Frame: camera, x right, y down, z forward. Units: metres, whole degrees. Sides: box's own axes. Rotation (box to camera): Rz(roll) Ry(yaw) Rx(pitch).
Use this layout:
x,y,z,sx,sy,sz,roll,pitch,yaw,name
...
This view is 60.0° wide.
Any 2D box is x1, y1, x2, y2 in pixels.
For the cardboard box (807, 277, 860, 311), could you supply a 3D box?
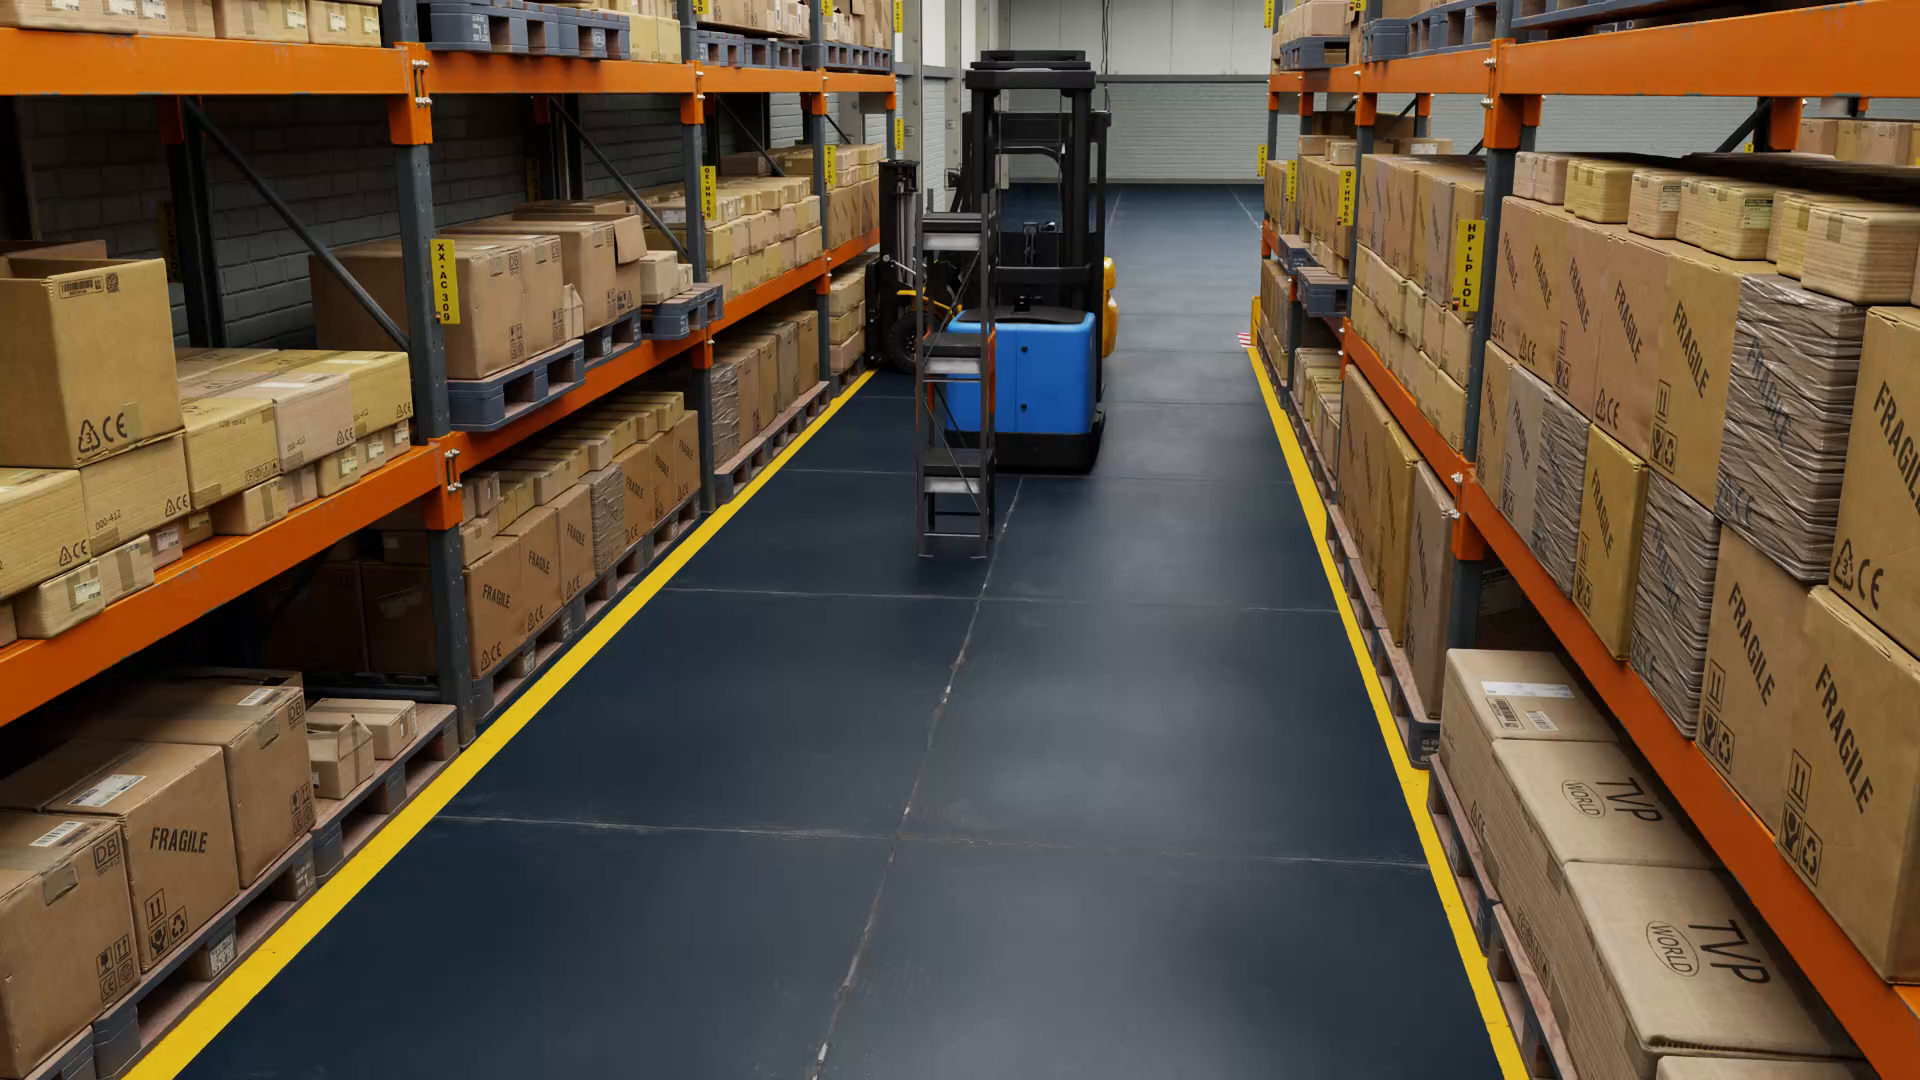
x,y,z,sx,sy,sz,roll,pitch,yaw,name
-1.213,-2.284,15.409,0.500,0.250,0.500,2,15,6,cardboard box

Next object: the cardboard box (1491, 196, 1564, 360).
x,y,z,sx,sy,sz,roll,pitch,yaw,name
2.088,-0.872,5.532,0.500,0.500,0.500,2,15,7,cardboard box

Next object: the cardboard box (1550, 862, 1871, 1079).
x,y,z,sx,sy,sz,roll,pitch,yaw,name
2.001,1.203,4.071,0.875,0.438,0.875,2,15,8,cardboard box

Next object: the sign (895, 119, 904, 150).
x,y,z,sx,sy,sz,roll,pitch,yaw,name
-0.658,-4.368,17.898,0.100,0.325,0.005,2,15,6,sign

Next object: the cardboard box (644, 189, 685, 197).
x,y,z,sx,sy,sz,roll,pitch,yaw,name
-2.109,-2.490,12.190,0.380,0.149,0.250,2,15,8,cardboard box

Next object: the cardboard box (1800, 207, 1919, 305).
x,y,z,sx,sy,sz,roll,pitch,yaw,name
1.723,-0.499,2.910,0.380,0.149,0.250,2,15,6,cardboard box

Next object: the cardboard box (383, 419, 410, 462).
x,y,z,sx,sy,sz,roll,pitch,yaw,name
-2.335,-0.391,6.342,0.380,0.149,0.250,2,15,7,cardboard box

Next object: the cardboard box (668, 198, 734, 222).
x,y,z,sx,sy,sz,roll,pitch,yaw,name
-1.738,-2.212,11.161,0.380,0.149,0.250,2,15,8,cardboard box

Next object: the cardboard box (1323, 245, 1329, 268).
x,y,z,sx,sy,sz,roll,pitch,yaw,name
2.616,-1.871,11.012,0.380,0.149,0.250,1,15,4,cardboard box

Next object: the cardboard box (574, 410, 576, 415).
x,y,z,sx,sy,sz,roll,pitch,yaw,name
-2.524,-0.755,9.948,0.380,0.149,0.250,2,15,8,cardboard box

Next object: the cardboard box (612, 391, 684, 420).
x,y,z,sx,sy,sz,roll,pitch,yaw,name
-1.903,-0.813,10.165,0.380,0.149,0.250,1,15,4,cardboard box

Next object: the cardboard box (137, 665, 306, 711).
x,y,z,sx,sy,sz,roll,pitch,yaw,name
-2.859,0.657,6.331,0.500,0.311,0.500,2,15,8,cardboard box

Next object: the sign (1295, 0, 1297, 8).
x,y,z,sx,sy,sz,roll,pitch,yaw,name
2.745,-4.243,13.372,0.100,0.325,0.005,2,15,6,sign

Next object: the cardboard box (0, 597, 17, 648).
x,y,z,sx,sy,sz,roll,pitch,yaw,name
-2.600,0.210,4.120,0.380,0.149,0.250,2,15,7,cardboard box

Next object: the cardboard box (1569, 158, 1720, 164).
x,y,z,sx,sy,sz,roll,pitch,yaw,name
2.089,-1.092,5.105,0.380,0.149,0.250,2,15,6,cardboard box

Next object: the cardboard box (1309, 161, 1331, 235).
x,y,z,sx,sy,sz,roll,pitch,yaw,name
2.775,-2.422,11.807,0.500,0.500,0.500,1,15,4,cardboard box

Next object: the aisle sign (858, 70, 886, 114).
x,y,z,sx,sy,sz,roll,pitch,yaw,name
-0.897,-4.978,17.844,0.394,0.787,0.004,2,15,6,aisle sign

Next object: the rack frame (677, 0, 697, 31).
x,y,z,sx,sy,sz,roll,pitch,yaw,name
-2.099,-4.536,9.696,1.000,3.000,0.127,2,15,6,rack frame

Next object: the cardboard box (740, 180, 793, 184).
x,y,z,sx,sy,sz,roll,pitch,yaw,name
-1.556,-2.814,13.388,0.380,0.149,0.250,2,15,6,cardboard box

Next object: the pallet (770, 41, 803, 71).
x,y,z,sx,sy,sz,roll,pitch,yaw,name
-1.734,-3.804,13.102,0.805,0.209,1.217,1,15,4,pallet

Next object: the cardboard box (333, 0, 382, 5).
x,y,z,sx,sy,sz,roll,pitch,yaw,name
-2.356,-1.989,5.742,0.500,0.250,0.500,2,15,6,cardboard box

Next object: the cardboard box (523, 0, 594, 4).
x,y,z,sx,sy,sz,roll,pitch,yaw,name
-1.973,-2.645,7.936,0.380,0.149,0.250,2,15,8,cardboard box

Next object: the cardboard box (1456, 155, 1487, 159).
x,y,z,sx,sy,sz,roll,pitch,yaw,name
3.035,-1.884,9.274,0.500,0.500,0.500,1,15,5,cardboard box

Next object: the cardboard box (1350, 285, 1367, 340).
x,y,z,sx,sy,sz,roll,pitch,yaw,name
2.529,-1.303,9.520,0.500,0.250,0.500,1,15,5,cardboard box

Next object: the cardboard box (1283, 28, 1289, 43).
x,y,z,sx,sy,sz,roll,pitch,yaw,name
3.238,-4.569,15.282,0.500,0.250,0.500,2,15,7,cardboard box

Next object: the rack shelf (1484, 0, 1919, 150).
x,y,z,sx,sy,sz,roll,pitch,yaw,name
2.157,-1.039,3.890,1.077,0.370,4.000,2,15,6,rack shelf

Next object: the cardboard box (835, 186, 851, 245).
x,y,z,sx,sy,sz,roll,pitch,yaw,name
-1.295,-2.968,15.202,0.500,0.500,0.500,2,15,7,cardboard box

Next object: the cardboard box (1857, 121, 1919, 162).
x,y,z,sx,sy,sz,roll,pitch,yaw,name
8.435,-3.383,14.569,0.875,0.550,0.550,2,15,6,cardboard box

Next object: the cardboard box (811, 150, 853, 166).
x,y,z,sx,sy,sz,roll,pitch,yaw,name
-1.239,-3.658,15.938,0.380,0.149,0.250,2,15,6,cardboard box

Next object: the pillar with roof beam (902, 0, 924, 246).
x,y,z,sx,sy,sz,roll,pitch,yaw,name
3.462,-9.442,27.841,9.100,9.000,0.400,2,15,6,pillar with roof beam

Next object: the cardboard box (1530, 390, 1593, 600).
x,y,z,sx,sy,sz,roll,pitch,yaw,name
1.946,-0.132,4.712,0.500,0.500,0.500,2,15,7,cardboard box

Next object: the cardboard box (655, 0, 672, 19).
x,y,z,sx,sy,sz,roll,pitch,yaw,name
-1.899,-3.109,9.689,0.380,0.149,0.250,2,15,7,cardboard box

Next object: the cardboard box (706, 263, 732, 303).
x,y,z,sx,sy,sz,roll,pitch,yaw,name
-1.806,-1.675,10.898,0.500,0.250,0.500,2,15,6,cardboard box

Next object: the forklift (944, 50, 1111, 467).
x,y,z,sx,sy,sz,roll,pitch,yaw,name
0.589,-2.266,12.927,1.130,2.935,3.031,2,15,7,forklift

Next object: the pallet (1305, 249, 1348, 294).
x,y,z,sx,sy,sz,roll,pitch,yaw,name
3.017,-1.916,11.870,1.003,0.211,1.213,2,15,6,pallet

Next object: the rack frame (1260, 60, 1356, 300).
x,y,z,sx,sy,sz,roll,pitch,yaw,name
3.737,-3.569,17.616,1.000,3.000,0.127,2,15,6,rack frame

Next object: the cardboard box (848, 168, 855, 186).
x,y,z,sx,sy,sz,roll,pitch,yaw,name
-1.188,-3.379,15.477,0.380,0.149,0.250,2,15,6,cardboard box

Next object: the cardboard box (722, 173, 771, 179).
x,y,z,sx,sy,sz,roll,pitch,yaw,name
-1.866,-3.129,14.555,0.380,0.149,0.250,2,15,6,cardboard box

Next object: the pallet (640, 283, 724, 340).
x,y,z,sx,sy,sz,roll,pitch,yaw,name
-2.105,-1.369,9.847,1.213,0.211,1.003,2,15,6,pallet

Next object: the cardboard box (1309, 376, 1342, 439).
x,y,z,sx,sy,sz,roll,pitch,yaw,name
3.074,-0.963,12.207,0.950,0.372,0.625,2,15,8,cardboard box

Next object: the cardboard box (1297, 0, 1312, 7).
x,y,z,sx,sy,sz,roll,pitch,yaw,name
2.775,-4.082,12.291,0.500,0.250,0.500,1,15,5,cardboard box

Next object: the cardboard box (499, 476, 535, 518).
x,y,z,sx,sy,sz,roll,pitch,yaw,name
-2.256,-0.209,7.930,0.380,0.149,0.250,1,15,5,cardboard box

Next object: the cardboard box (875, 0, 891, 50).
x,y,z,sx,sy,sz,roll,pitch,yaw,name
-1.004,-5.340,17.229,0.500,0.500,0.500,2,15,8,cardboard box

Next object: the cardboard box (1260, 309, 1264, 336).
x,y,z,sx,sy,sz,roll,pitch,yaw,name
3.371,-2.244,17.176,0.500,0.250,0.500,2,15,6,cardboard box

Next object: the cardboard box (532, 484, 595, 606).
x,y,z,sx,sy,sz,roll,pitch,yaw,name
-2.161,0.015,8.344,0.500,0.500,0.500,1,15,5,cardboard box

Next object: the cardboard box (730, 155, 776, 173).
x,y,z,sx,sy,sz,roll,pitch,yaw,name
-1.842,-3.338,14.755,0.380,0.149,0.250,1,15,5,cardboard box

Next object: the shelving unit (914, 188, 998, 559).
x,y,z,sx,sy,sz,roll,pitch,yaw,name
-0.019,-0.971,9.729,0.431,2.100,0.503,2,15,6,shelving unit

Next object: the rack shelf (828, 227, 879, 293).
x,y,z,sx,sy,sz,roll,pitch,yaw,name
-1.422,-2.849,16.328,1.077,0.370,4.000,2,15,6,rack shelf

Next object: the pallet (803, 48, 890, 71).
x,y,z,sx,sy,sz,roll,pitch,yaw,name
-1.301,-4.937,17.097,1.003,0.211,1.213,2,15,6,pallet

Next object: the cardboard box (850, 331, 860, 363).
x,y,z,sx,sy,sz,roll,pitch,yaw,name
-1.222,-1.800,15.537,0.500,0.250,0.500,1,15,5,cardboard box

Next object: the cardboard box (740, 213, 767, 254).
x,y,z,sx,sy,sz,roll,pitch,yaw,name
-1.671,-2.182,11.813,0.500,0.250,0.500,1,15,5,cardboard box

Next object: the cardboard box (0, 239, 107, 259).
x,y,z,sx,sy,sz,roll,pitch,yaw,name
-2.982,-0.657,5.126,0.500,0.500,0.500,1,15,5,cardboard box

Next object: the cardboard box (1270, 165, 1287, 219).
x,y,z,sx,sy,sz,roll,pitch,yaw,name
3.296,-3.380,16.154,0.500,0.500,0.500,1,15,5,cardboard box
